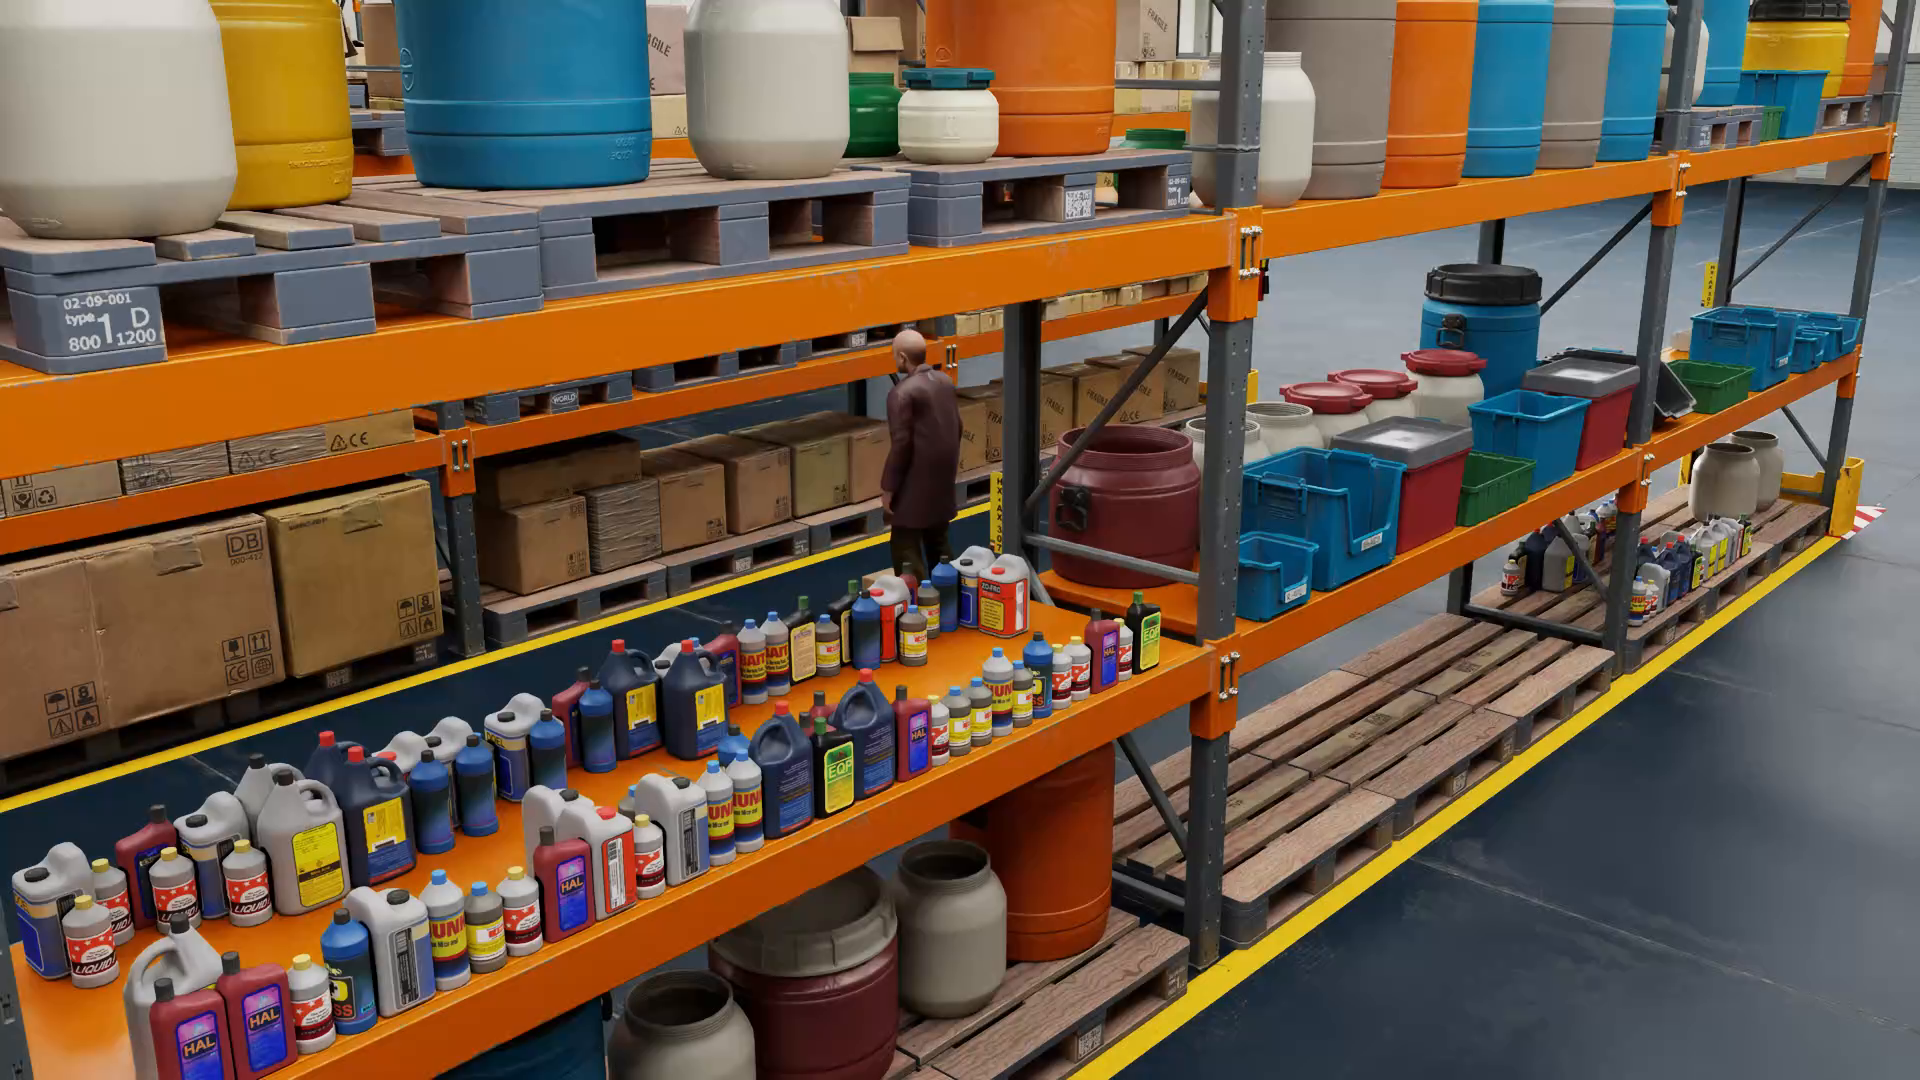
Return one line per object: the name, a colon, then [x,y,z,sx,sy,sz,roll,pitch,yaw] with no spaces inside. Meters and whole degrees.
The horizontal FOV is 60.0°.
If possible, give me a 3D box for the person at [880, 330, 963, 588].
person: [-0.236,-0.342,9.709,0.427,1.773,0.652,13,21,36]
